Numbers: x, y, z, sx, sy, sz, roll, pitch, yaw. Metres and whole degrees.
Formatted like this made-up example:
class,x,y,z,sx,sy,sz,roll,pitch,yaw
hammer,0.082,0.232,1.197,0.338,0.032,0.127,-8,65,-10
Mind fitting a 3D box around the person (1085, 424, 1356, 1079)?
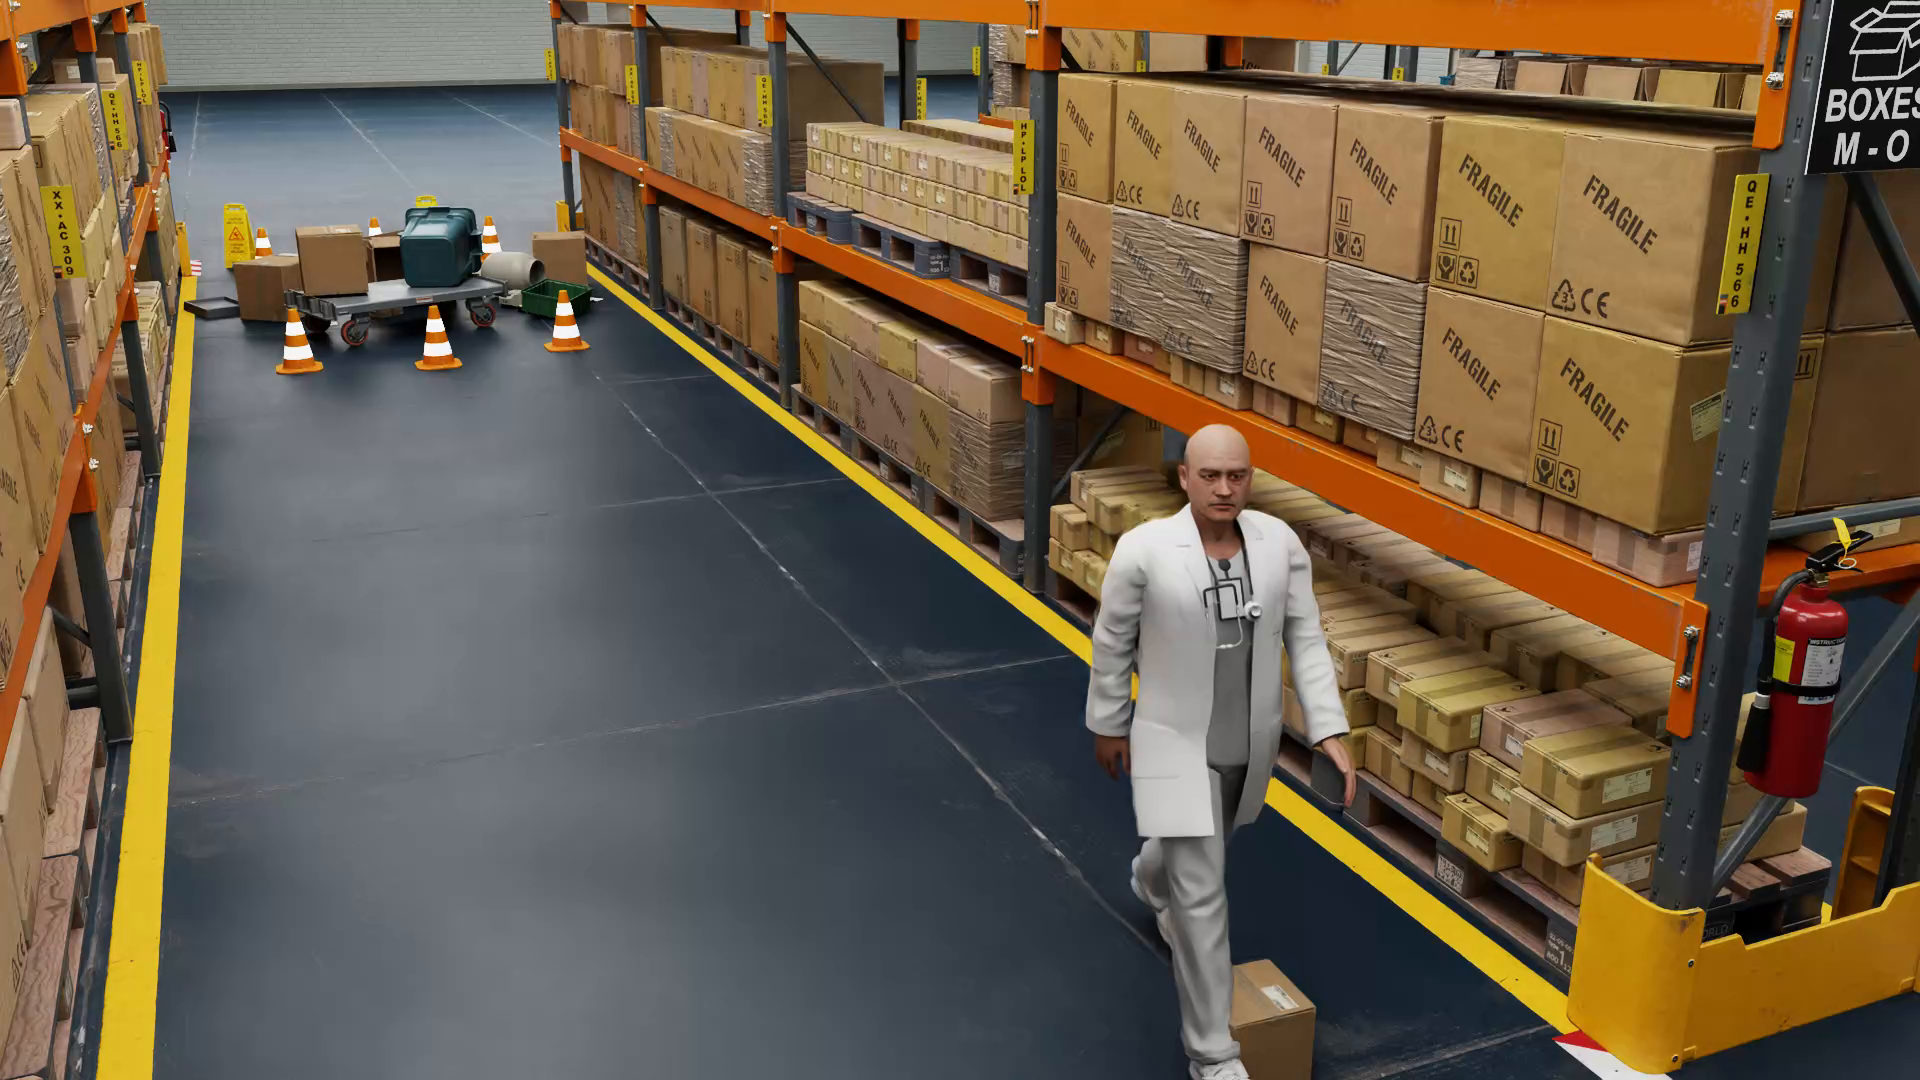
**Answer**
class,x,y,z,sx,sy,sz,roll,pitch,yaw
person,0.692,0.535,4.476,0.602,1.726,1.129,-6,19,-16
